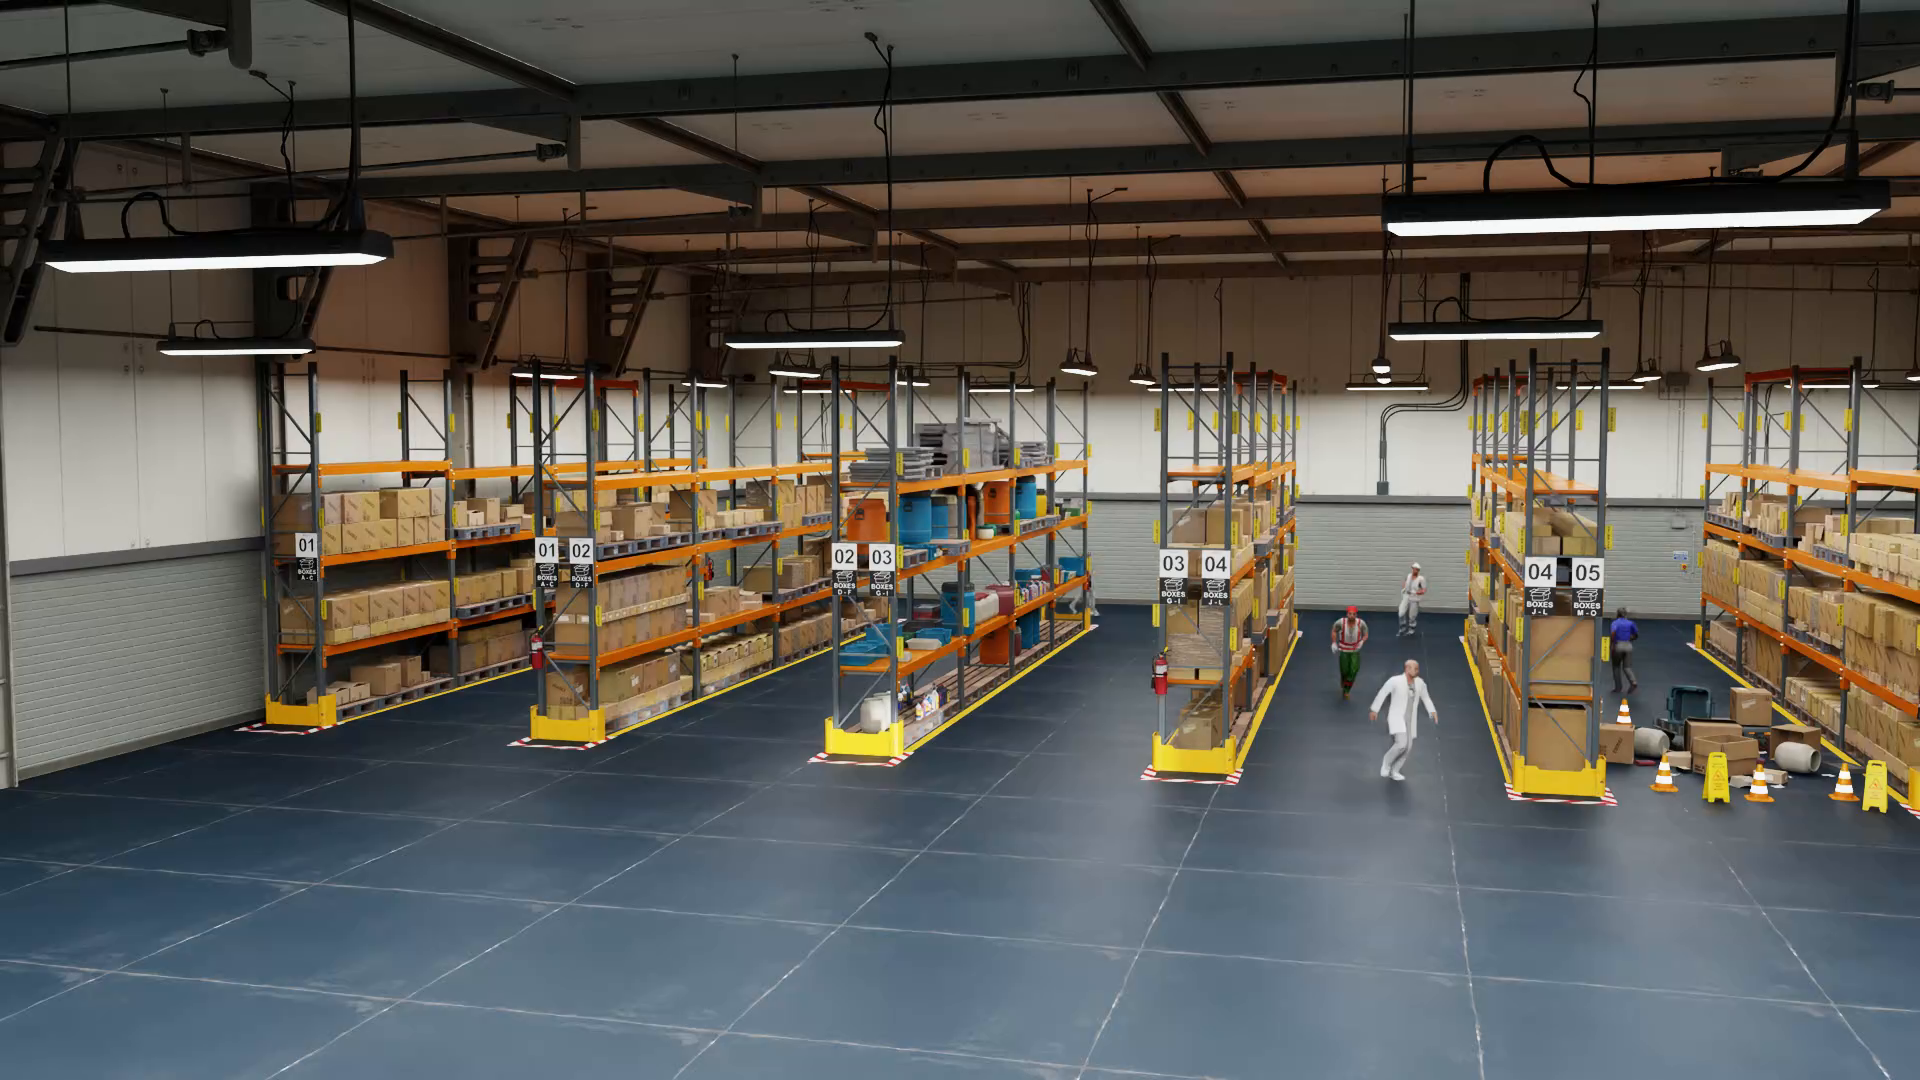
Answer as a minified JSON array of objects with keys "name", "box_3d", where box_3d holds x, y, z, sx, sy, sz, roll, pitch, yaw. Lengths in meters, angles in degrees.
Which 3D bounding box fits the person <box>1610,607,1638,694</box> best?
[{"name":"person","box_3d":[12.244,2.059,30.621,0.568,1.603,0.808,0,4,1]}]

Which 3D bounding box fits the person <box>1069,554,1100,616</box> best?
[{"name":"person","box_3d":[3.237,1.151,43.048,0.861,1.609,0.543,2,5,28]}]

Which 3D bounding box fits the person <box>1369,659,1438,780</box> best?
[{"name":"person","box_3d":[6.192,2.503,23.076,0.715,1.721,0.816,-1,4,-19]}]

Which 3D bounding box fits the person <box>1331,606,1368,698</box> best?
[{"name":"person","box_3d":[7.090,2.023,30.231,0.626,1.706,0.717,0,4,-1]}]

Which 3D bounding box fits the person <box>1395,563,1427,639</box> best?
[{"name":"person","box_3d":[10.504,1.421,38.530,0.710,1.793,0.685,3,5,39]}]
